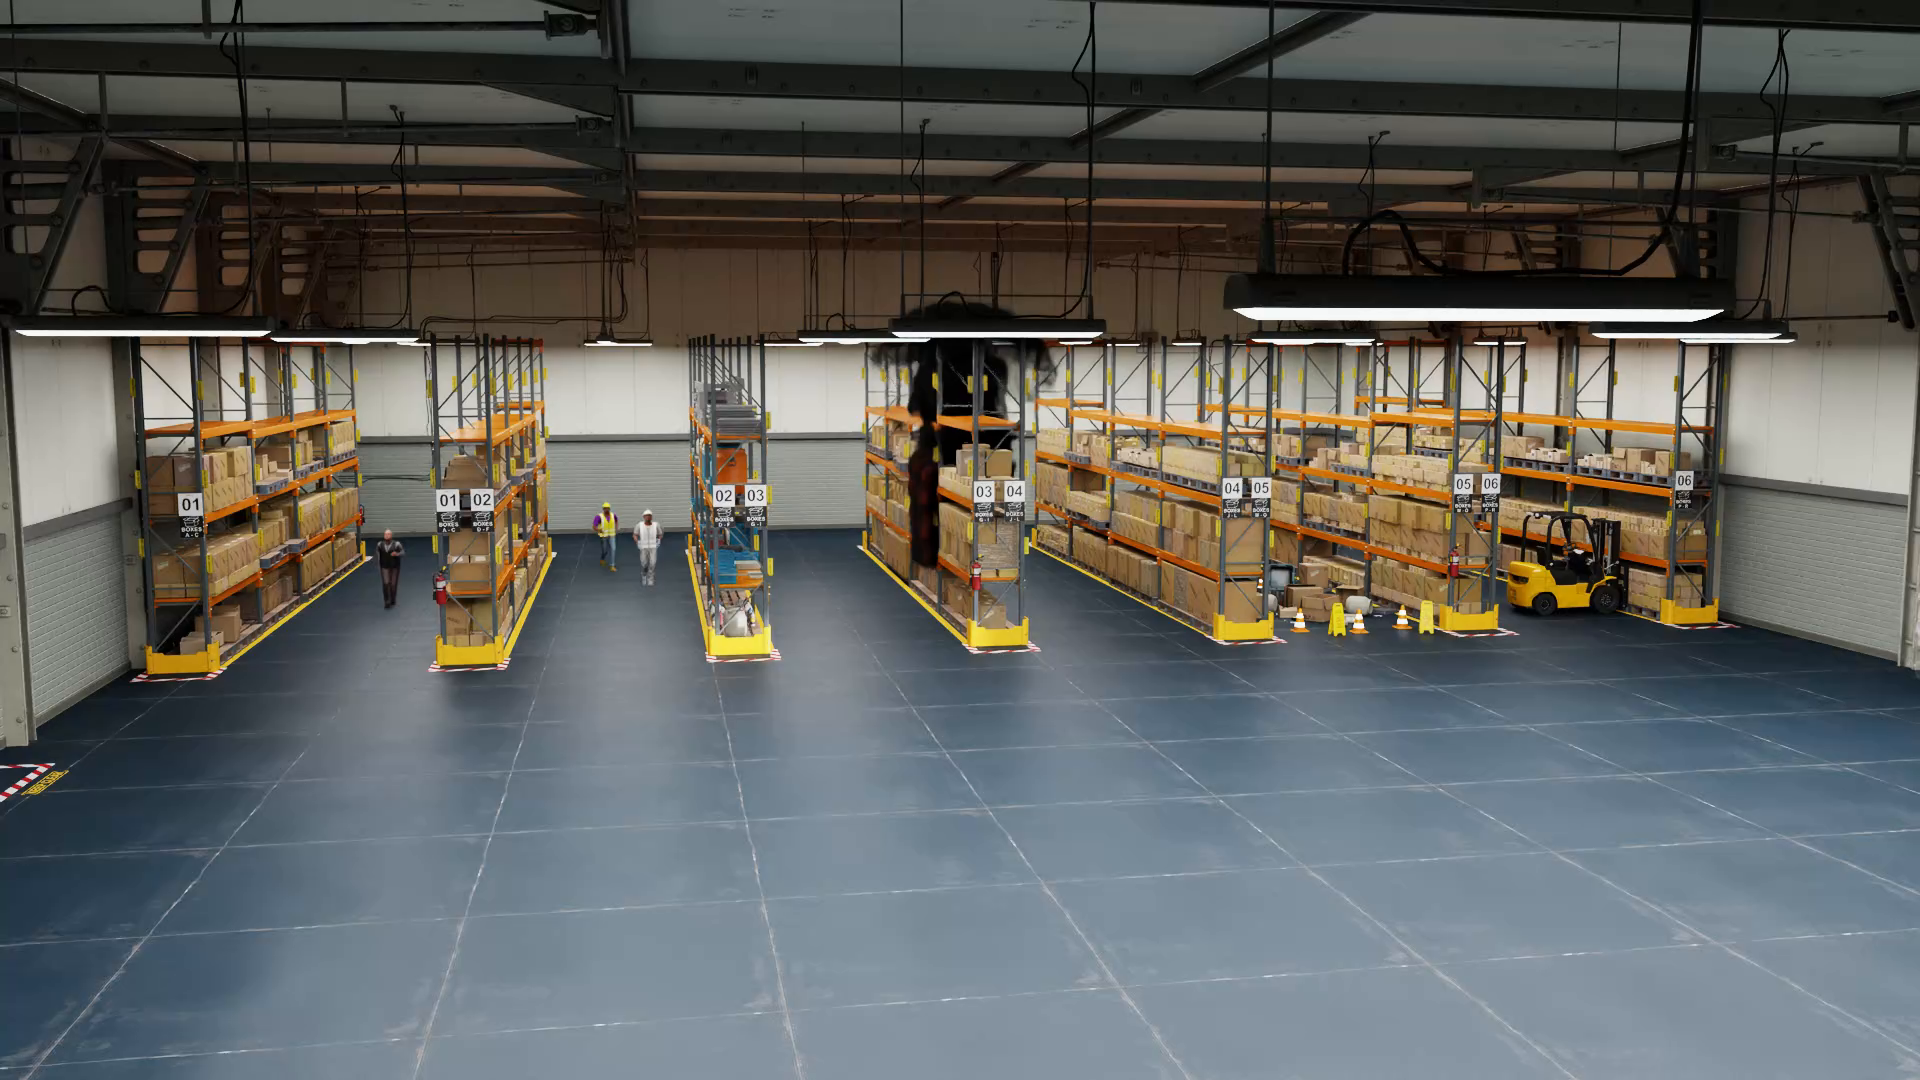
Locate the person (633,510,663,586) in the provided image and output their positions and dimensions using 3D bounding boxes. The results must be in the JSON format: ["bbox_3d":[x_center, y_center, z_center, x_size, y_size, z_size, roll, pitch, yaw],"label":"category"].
[{"bbox_3d":[-7.147,0.197,38.184,0.678,1.757,0.571,-2,7,-14],"label":"person"}]

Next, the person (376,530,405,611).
[{"bbox_3d":[-12.596,0.661,36.838,0.630,1.785,0.789,-2,7,-15],"label":"person"}]

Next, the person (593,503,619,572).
[{"bbox_3d":[-9.131,-0.088,43.034,0.710,1.752,1.001,-3,7,-27],"label":"person"}]
